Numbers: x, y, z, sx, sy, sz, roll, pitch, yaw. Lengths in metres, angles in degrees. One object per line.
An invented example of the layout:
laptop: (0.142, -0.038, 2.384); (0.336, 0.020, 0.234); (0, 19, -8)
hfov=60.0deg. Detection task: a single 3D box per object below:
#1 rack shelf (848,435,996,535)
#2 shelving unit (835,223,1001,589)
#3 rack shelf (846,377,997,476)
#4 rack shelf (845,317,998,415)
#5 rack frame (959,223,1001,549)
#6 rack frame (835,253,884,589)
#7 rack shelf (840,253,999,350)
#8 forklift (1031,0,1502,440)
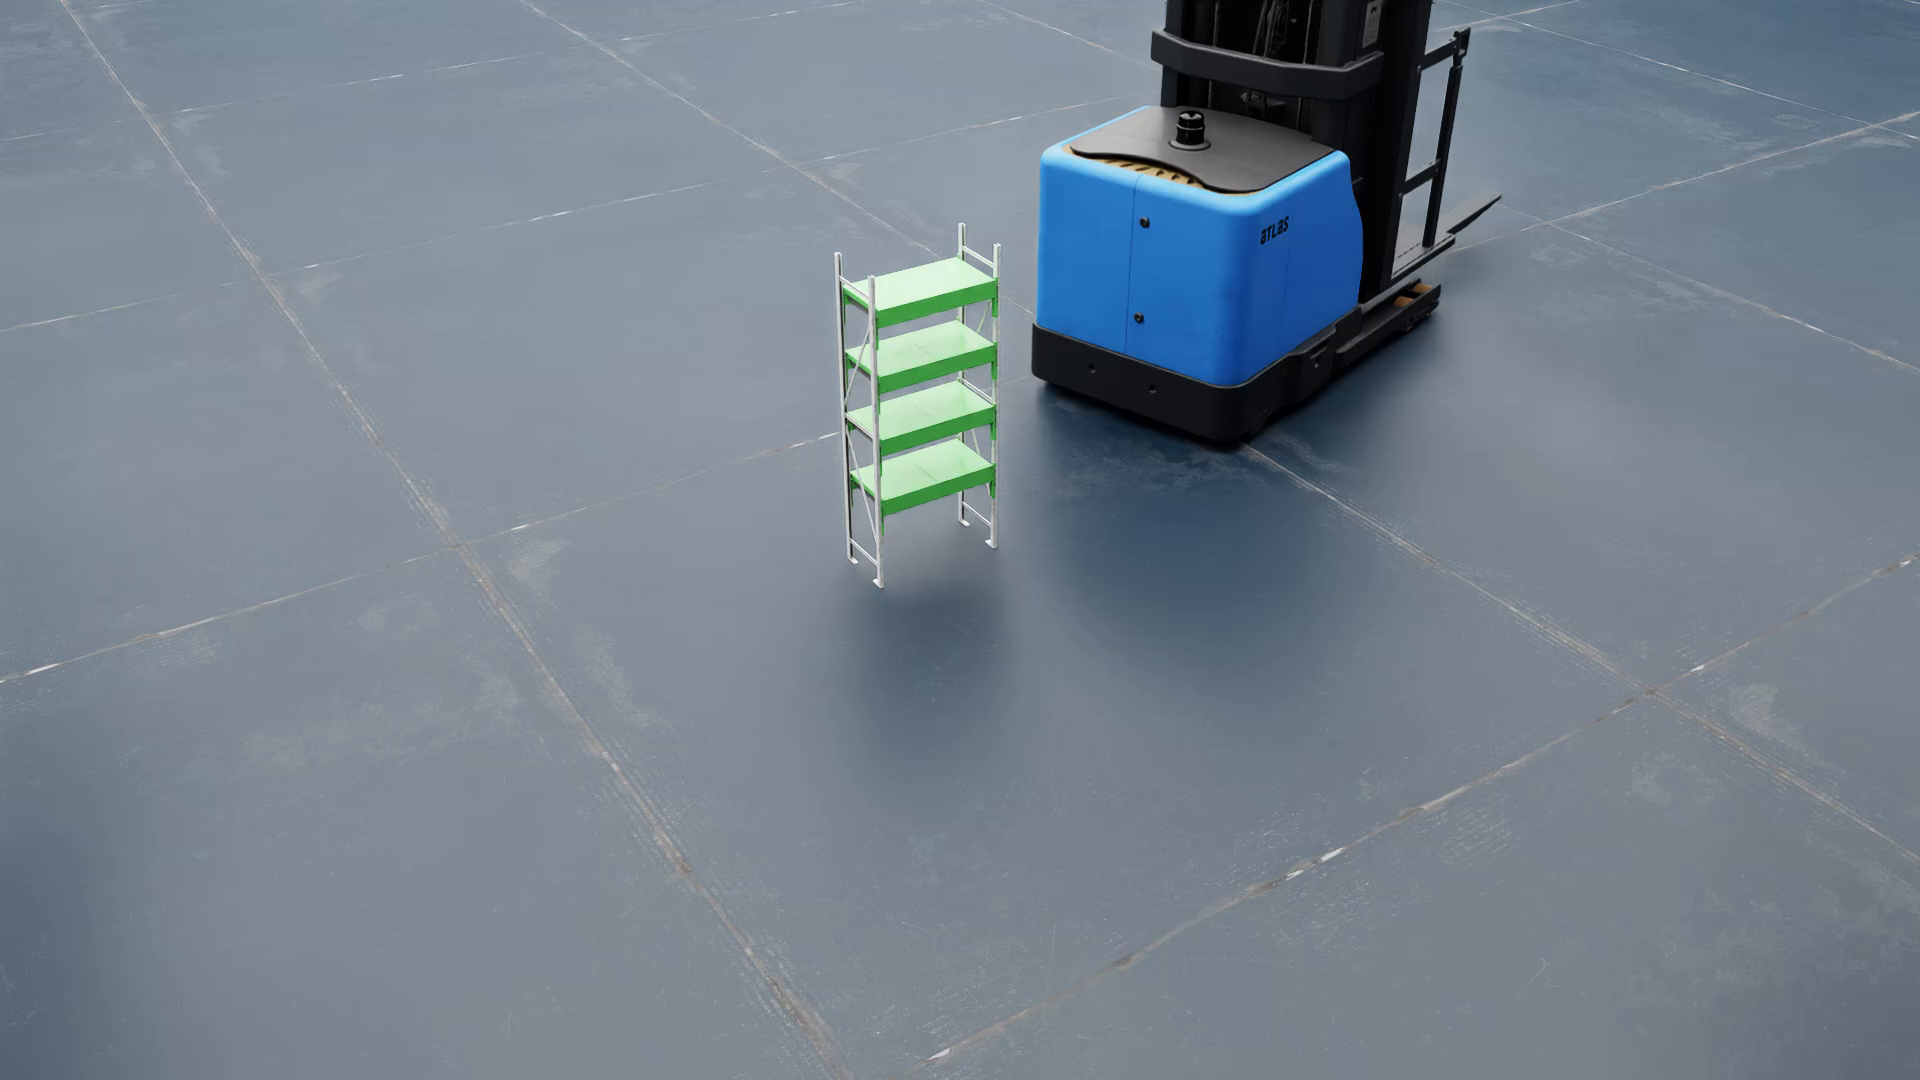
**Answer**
rack shelf: (-0.139, -0.203, 6.016); (0.480, 0.148, 0.258); (-19, 37, -27)
shelving unit: (-0.139, -0.460, 5.854); (0.503, 1.200, 0.258); (-19, 37, -27)
rack shelf: (-0.139, -0.406, 5.888); (0.480, 0.148, 0.258); (-19, 37, -27)
rack shelf: (-0.139, -0.609, 5.760); (0.480, 0.148, 0.258); (-19, 37, -27)
rack frame: (0.066, -0.530, 5.966); (0.015, 1.200, 0.240); (-19, 37, -27)
rack frame: (-0.344, -0.389, 5.742); (0.015, 1.200, 0.240); (-19, 37, -27)
rack shelf: (-0.139, -0.812, 5.632); (0.480, 0.148, 0.258); (-19, 37, -27)
forklift: (1.632, -2.363, 7.249); (1.130, 2.935, 3.031); (23, 39, 32)
